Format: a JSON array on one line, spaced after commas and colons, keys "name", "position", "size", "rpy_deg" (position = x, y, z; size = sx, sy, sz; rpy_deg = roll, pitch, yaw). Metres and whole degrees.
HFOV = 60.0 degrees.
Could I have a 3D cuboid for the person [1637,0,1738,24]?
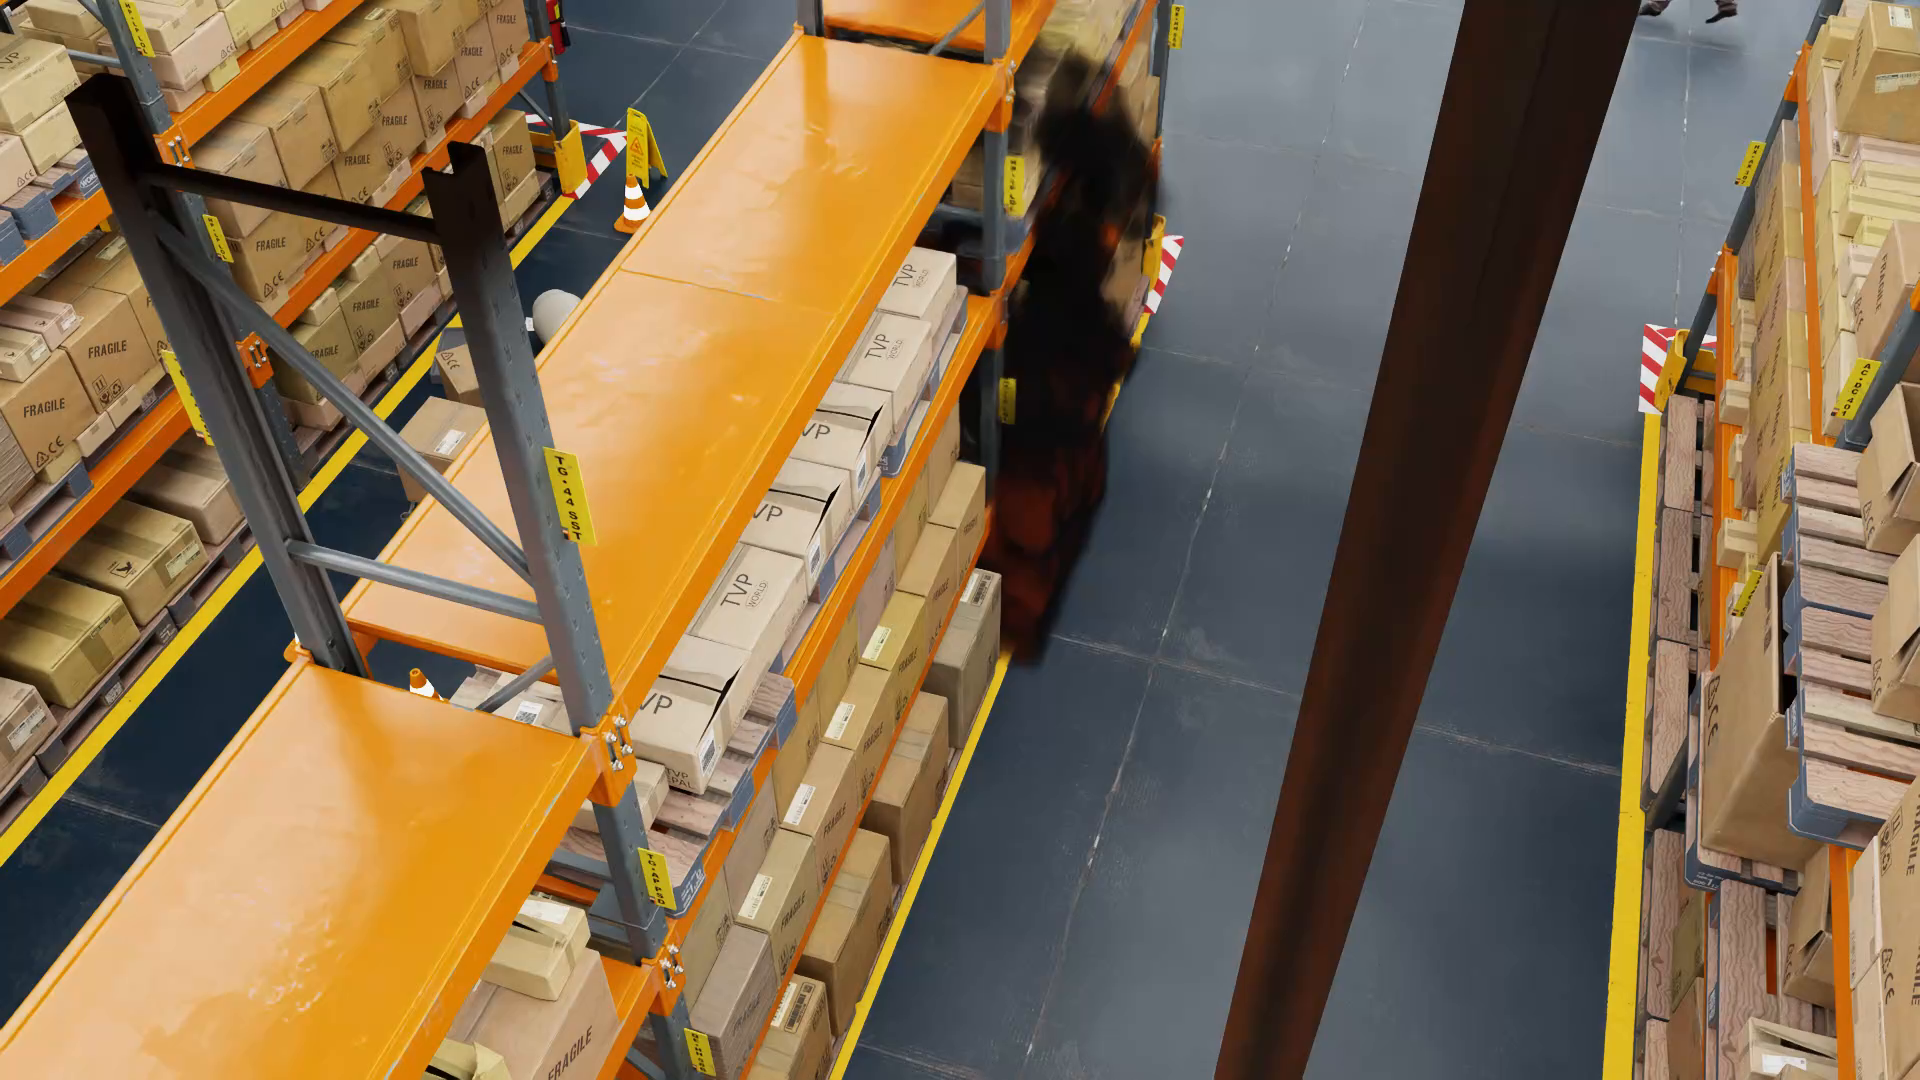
[{"name": "person", "position": [6.904, -5.569, 15.341], "size": [0.950, 1.721, 0.657], "rpy_deg": [29, 52, 25]}]
